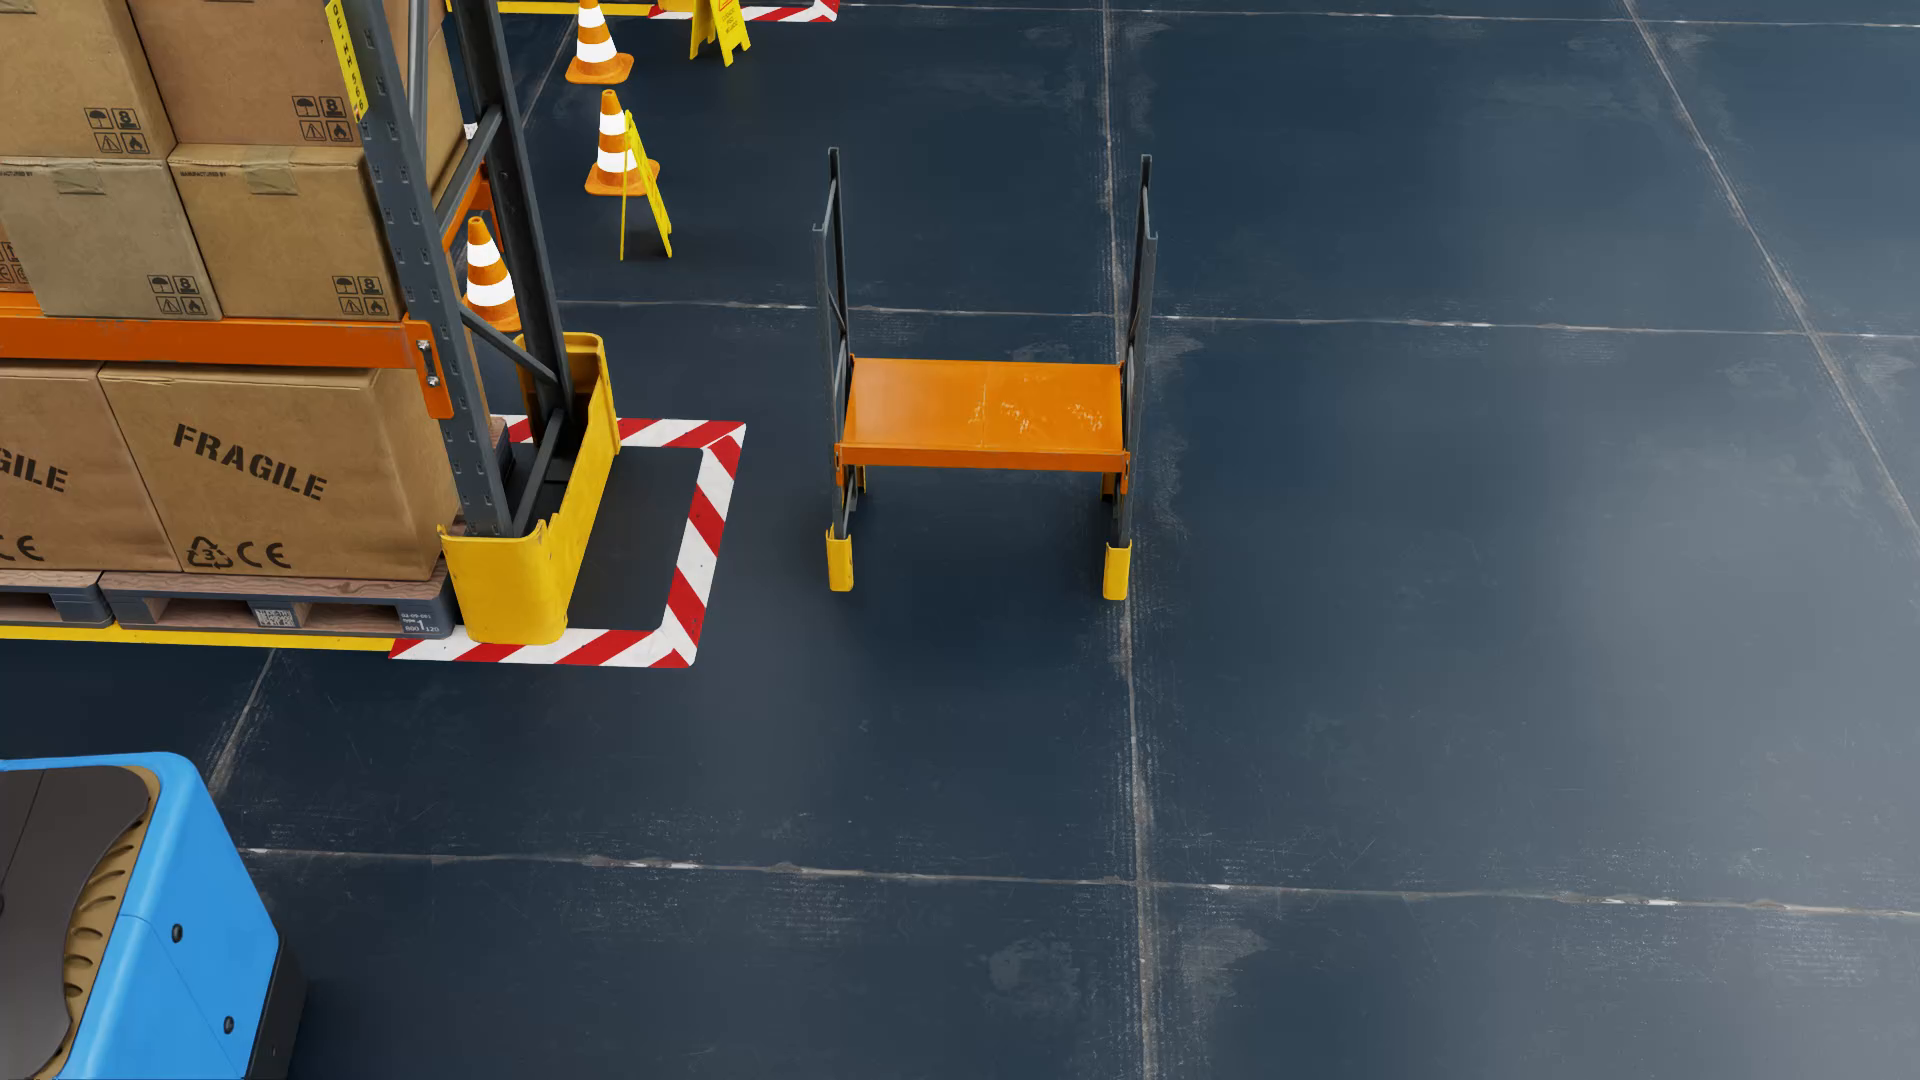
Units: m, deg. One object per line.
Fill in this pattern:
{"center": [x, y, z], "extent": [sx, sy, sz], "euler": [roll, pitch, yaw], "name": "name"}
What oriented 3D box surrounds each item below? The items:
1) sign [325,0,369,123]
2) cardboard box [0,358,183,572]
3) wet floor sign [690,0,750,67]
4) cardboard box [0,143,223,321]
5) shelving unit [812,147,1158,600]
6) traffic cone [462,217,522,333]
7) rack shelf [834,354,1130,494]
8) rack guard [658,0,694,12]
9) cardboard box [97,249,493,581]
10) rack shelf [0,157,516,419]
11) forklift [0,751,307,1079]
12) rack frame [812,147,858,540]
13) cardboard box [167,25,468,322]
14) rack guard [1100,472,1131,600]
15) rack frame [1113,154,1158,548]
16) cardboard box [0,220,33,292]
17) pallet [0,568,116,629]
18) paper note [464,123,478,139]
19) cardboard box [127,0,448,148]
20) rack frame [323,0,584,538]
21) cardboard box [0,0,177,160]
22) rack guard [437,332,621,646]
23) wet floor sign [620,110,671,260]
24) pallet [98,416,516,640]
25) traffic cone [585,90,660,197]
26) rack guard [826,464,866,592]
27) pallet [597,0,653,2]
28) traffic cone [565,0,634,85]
{"center": [-1.616, -1.271, 4.390], "extent": [0.005, 0.325, 0.100], "euler": [2, 43, 2], "name": "sign"}
{"center": [-3.137, -0.507, 5.844], "extent": [0.875, 0.875, 0.875], "euler": [1, 43, 1], "name": "cardboard box"}
{"center": [-1.314, -2.907, 8.897], "extent": [0.232, 0.644, 0.267], "euler": [16, 45, 16], "name": "wet floor sign"}
{"center": [-2.501, -1.167, 5.192], "extent": [0.550, 0.550, 0.875], "euler": [2, 43, 2], "name": "cardboard box"}
{"center": [0.076, -0.546, 5.736], "extent": [1.083, 1.500, 0.587], "euler": [2, 43, 2], "name": "shelving unit"}
{"center": [-2.044, -1.184, 7.182], "extent": [0.334, 0.463, 0.336], "euler": [2, 43, 2], "name": "traffic cone"}
{"center": [0.085, -0.415, 5.859], "extent": [1.000, 0.185, 0.538], "euler": [2, 43, 2], "name": "rack shelf"}
{"center": [-1.531, -3.591, 9.738], "extent": [0.348, 0.500, 1.175], "euler": [2, 43, 2], "name": "rack guard"}
{"center": [-2.258, -0.481, 5.817], "extent": [0.875, 0.875, 0.875], "euler": [2, 43, 2], "name": "cardboard box"}
{"center": [-3.576, -0.928, 5.573], "extent": [4.000, 0.370, 1.077], "euler": [2, 43, 2], "name": "rack shelf"}
{"center": [-3.346, 0.638, 3.415], "extent": [3.031, 2.935, 1.130], "euler": [-3, 43, -3], "name": "forklift"}
{"center": [-0.423, -0.562, 5.753], "extent": [0.032, 1.500, 0.500], "euler": [2, 43, 2], "name": "rack frame"}
{"center": [-1.950, -1.165, 5.190], "extent": [0.550, 0.550, 0.875], "euler": [2, 43, 2], "name": "cardboard box"}
{"center": [0.574, -0.074, 6.146], "extent": [0.087, 0.250, 0.587], "euler": [2, 43, 2], "name": "rack guard"}
{"center": [0.593, -0.531, 5.719], "extent": [0.032, 1.500, 0.500], "euler": [2, 43, 2], "name": "rack frame"}
{"center": [-3.055, -1.269, 5.302], "extent": [0.550, 0.550, 0.875], "euler": [2, 43, 2], "name": "cardboard box"}
{"center": [-3.595, -0.120, 6.224], "extent": [1.213, 0.211, 1.003], "euler": [2, 43, 2], "name": "pallet"}
{"center": [-2.490, -2.090, 8.471], "extent": [0.142, 0.019, 0.148], "euler": [-12, 44, -13], "name": "paper note"}
{"center": [-1.947, -1.617, 4.883], "extent": [0.550, 0.550, 0.875], "euler": [2, 43, 2], "name": "cardboard box"}
{"center": [-1.578, -1.129, 5.262], "extent": [0.127, 3.000, 1.000], "euler": [2, 43, 2], "name": "rack frame"}
{"center": [-2.500, -1.571, 4.834], "extent": [0.550, 0.550, 0.875], "euler": [2, 43, 2], "name": "cardboard box"}
{"center": [-1.554, -0.214, 6.113], "extent": [0.348, 0.500, 1.175], "euler": [2, 43, 2], "name": "rack guard"}
{"center": [-1.459, -1.615, 7.511], "extent": [0.232, 0.644, 0.267], "euler": [-5, 43, -5], "name": "wet floor sign"}
{"center": [-2.380, -0.080, 6.181], "extent": [1.213, 0.211, 1.003], "euler": [2, 43, 2], "name": "pallet"}
{"center": [-1.654, -1.943, 7.997], "extent": [0.334, 0.463, 0.336], "euler": [2, 43, 2], "name": "traffic cone"}
{"center": [-0.421, -0.104, 6.179], "extent": [0.087, 0.250, 0.587], "euler": [2, 43, 2], "name": "rack guard"}
{"center": [-2.341, -3.534, 9.889], "extent": [1.213, 0.211, 1.003], "euler": [2, 43, 2], "name": "pallet"}
{"center": [-1.943, -2.710, 8.819], "extent": [0.334, 0.463, 0.336], "euler": [2, 43, 2], "name": "traffic cone"}
